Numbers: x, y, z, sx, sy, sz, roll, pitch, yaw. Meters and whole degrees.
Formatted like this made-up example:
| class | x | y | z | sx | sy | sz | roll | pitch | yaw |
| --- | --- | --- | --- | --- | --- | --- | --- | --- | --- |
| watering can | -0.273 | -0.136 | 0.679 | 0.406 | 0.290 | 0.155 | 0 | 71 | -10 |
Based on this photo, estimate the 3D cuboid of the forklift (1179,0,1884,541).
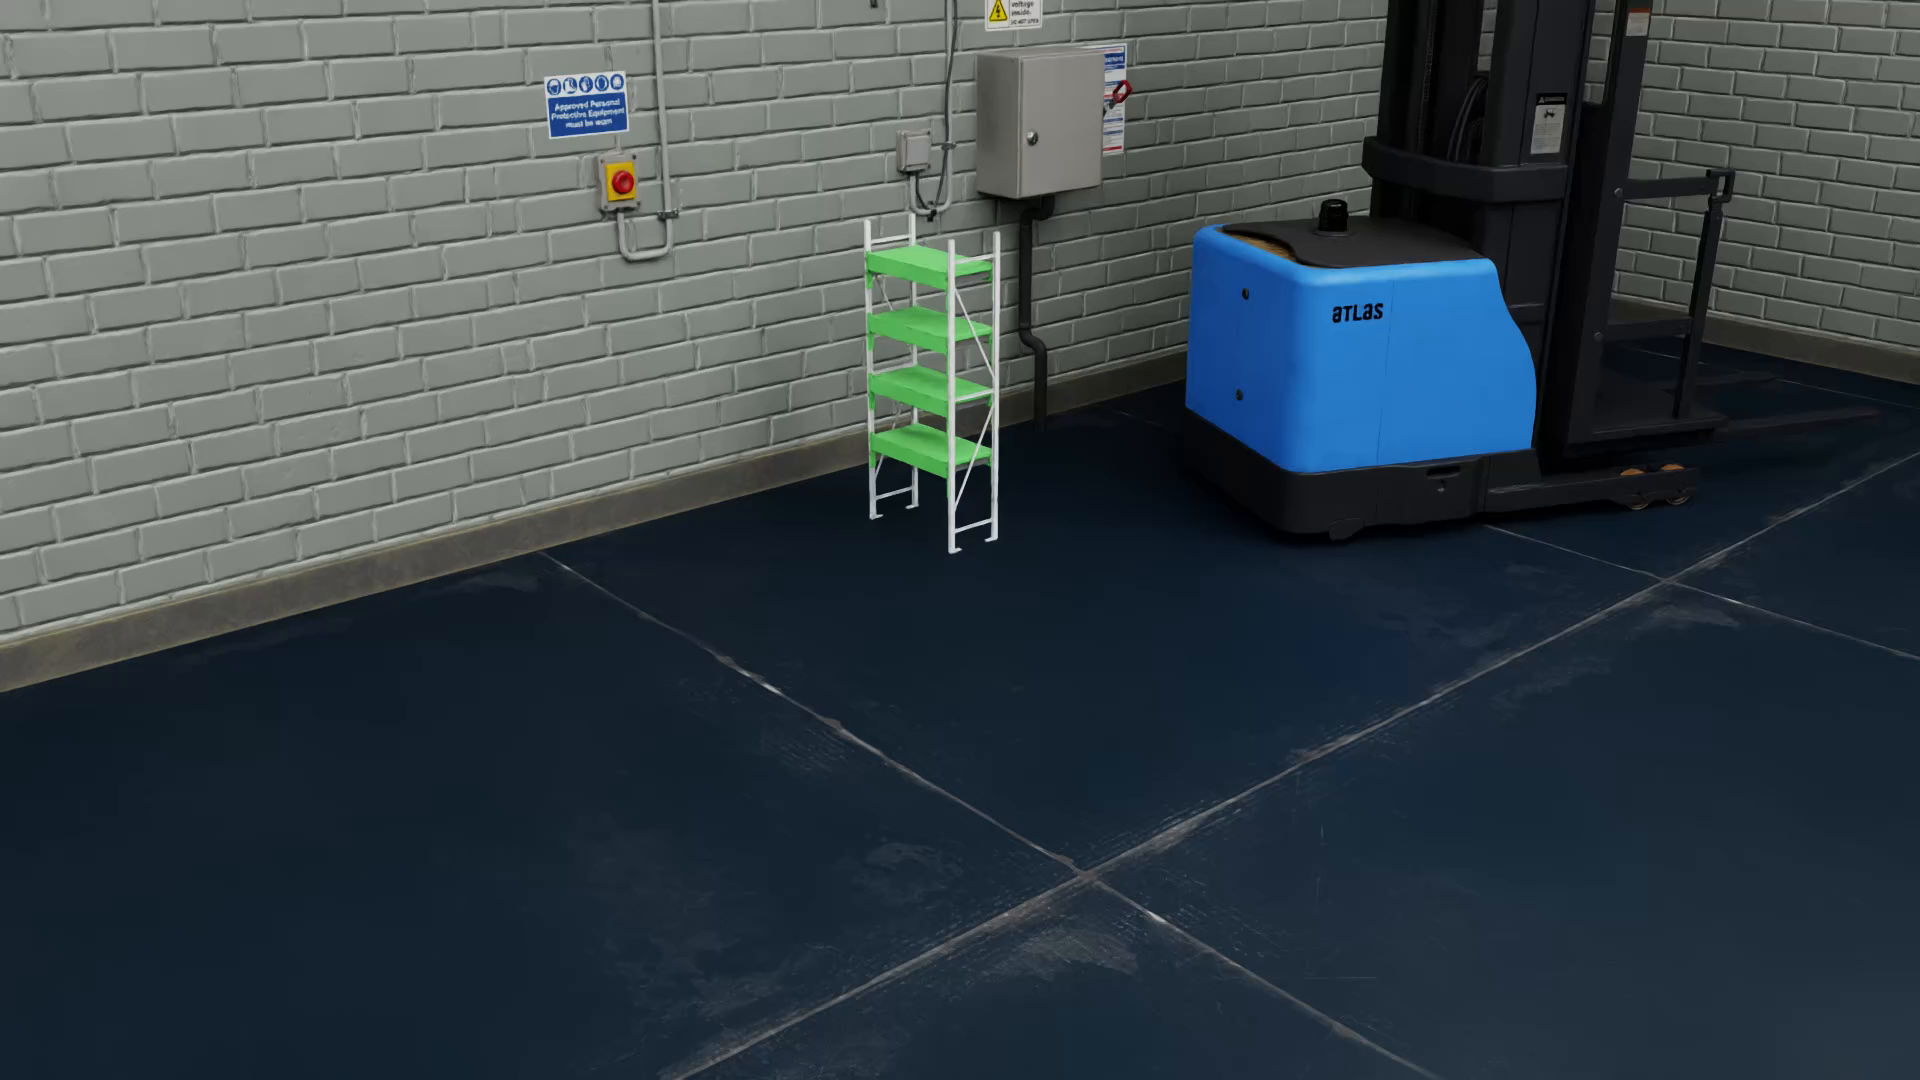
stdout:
| class | x | y | z | sx | sy | sz | roll | pitch | yaw |
| --- | --- | --- | --- | --- | --- | --- | --- | --- | --- |
| forklift | 2.521 | -1.664 | 6.712 | 3.031 | 2.935 | 1.130 | -7 | 22 | -17 |

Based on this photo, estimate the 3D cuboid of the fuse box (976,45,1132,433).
| class | x | y | z | sx | sy | sz | roll | pitch | yaw |
| --- | --- | --- | --- | --- | --- | --- | --- | --- | --- |
| fuse box | 0.412 | -1.308 | 7.477 | 0.539 | 1.711 | 0.414 | -17 | 27 | -37 |

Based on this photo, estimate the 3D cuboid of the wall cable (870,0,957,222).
| class | x | y | z | sx | sy | sz | roll | pitch | yaw |
| --- | --- | --- | --- | --- | --- | --- | --- | --- | --- |
| wall cable | -0.208 | -2.262 | 6.753 | 0.588 | 1.984 | 0.122 | -17 | 27 | -37 |

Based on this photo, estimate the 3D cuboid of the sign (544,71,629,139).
| class | x | y | z | sx | sy | sz | roll | pitch | yaw |
| --- | --- | --- | --- | --- | --- | --- | --- | --- | --- |
| sign | -1.351 | -1.579 | 6.033 | 0.327 | 0.218 | 0.001 | -17 | 27 | -37 |

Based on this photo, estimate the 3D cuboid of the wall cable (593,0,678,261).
| class | x | y | z | sx | sy | sz | roll | pitch | yaw |
| --- | --- | --- | --- | --- | --- | --- | --- | --- | --- |
| wall cable | -1.274 | -1.936 | 5.877 | 0.585 | 1.953 | 0.123 | -17 | 27 | -37 |

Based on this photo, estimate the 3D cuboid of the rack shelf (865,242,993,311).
| class | x | y | z | sx | sy | sz | roll | pitch | yaw |
| --- | --- | --- | --- | --- | --- | --- | --- | --- | --- |
| rack shelf | -0.108 | -0.992 | 6.230 | 0.258 | 0.148 | 0.480 | -17 | 27 | -37 |

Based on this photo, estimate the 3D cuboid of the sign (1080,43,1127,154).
| class | x | y | z | sx | sy | sz | roll | pitch | yaw |
| --- | --- | --- | --- | --- | --- | --- | --- | --- | --- |
| sign | 0.651 | -2.038 | 7.706 | 0.329 | 0.494 | 0.001 | -17 | 27 | -37 |

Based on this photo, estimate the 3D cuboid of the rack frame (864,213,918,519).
| class | x | y | z | sx | sy | sz | roll | pitch | yaw |
| --- | --- | --- | --- | --- | --- | --- | --- | --- | --- |
| rack frame | -0.267 | -0.672 | 6.554 | 0.240 | 1.200 | 0.015 | -17 | 27 | -37 |

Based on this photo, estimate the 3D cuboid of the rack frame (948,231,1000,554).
| class | x | y | z | sx | sy | sz | roll | pitch | yaw |
| --- | --- | --- | --- | --- | --- | --- | --- | --- | --- |
| rack frame | 0.051 | -0.537 | 6.210 | 0.240 | 1.200 | 0.015 | -17 | 27 | -37 |

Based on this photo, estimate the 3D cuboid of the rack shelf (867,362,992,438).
| class | x | y | z | sx | sy | sz | roll | pitch | yaw |
| --- | --- | --- | --- | --- | --- | --- | --- | --- | --- |
| rack shelf | -0.108 | -0.545 | 6.405 | 0.258 | 0.148 | 0.480 | -17 | 27 | -37 |

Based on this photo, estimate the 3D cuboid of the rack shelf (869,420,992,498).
| class | x | y | z | sx | sy | sz | roll | pitch | yaw |
| --- | --- | --- | --- | --- | --- | --- | --- | --- | --- |
| rack shelf | -0.108 | -0.321 | 6.493 | 0.258 | 0.148 | 0.480 | -17 | 27 | -37 |

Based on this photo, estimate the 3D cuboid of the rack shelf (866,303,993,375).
| class | x | y | z | sx | sy | sz | roll | pitch | yaw |
| --- | --- | --- | --- | --- | --- | --- | --- | --- | --- |
| rack shelf | -0.108 | -0.768 | 6.318 | 0.258 | 0.148 | 0.480 | -17 | 27 | -37 |

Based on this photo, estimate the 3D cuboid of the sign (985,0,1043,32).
| class | x | y | z | sx | sy | sz | roll | pitch | yaw |
| --- | --- | --- | --- | --- | --- | --- | --- | --- | --- |
| sign | 0.235 | -2.336 | 7.204 | 0.339 | 0.242 | 0.001 | -17 | 27 | -37 |

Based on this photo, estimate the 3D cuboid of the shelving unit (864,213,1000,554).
| class | x | y | z | sx | sy | sz | roll | pitch | yaw |
| --- | --- | --- | --- | --- | --- | --- | --- | --- | --- |
| shelving unit | -0.108 | -0.604 | 6.382 | 0.258 | 1.200 | 0.503 | -17 | 27 | -37 |
